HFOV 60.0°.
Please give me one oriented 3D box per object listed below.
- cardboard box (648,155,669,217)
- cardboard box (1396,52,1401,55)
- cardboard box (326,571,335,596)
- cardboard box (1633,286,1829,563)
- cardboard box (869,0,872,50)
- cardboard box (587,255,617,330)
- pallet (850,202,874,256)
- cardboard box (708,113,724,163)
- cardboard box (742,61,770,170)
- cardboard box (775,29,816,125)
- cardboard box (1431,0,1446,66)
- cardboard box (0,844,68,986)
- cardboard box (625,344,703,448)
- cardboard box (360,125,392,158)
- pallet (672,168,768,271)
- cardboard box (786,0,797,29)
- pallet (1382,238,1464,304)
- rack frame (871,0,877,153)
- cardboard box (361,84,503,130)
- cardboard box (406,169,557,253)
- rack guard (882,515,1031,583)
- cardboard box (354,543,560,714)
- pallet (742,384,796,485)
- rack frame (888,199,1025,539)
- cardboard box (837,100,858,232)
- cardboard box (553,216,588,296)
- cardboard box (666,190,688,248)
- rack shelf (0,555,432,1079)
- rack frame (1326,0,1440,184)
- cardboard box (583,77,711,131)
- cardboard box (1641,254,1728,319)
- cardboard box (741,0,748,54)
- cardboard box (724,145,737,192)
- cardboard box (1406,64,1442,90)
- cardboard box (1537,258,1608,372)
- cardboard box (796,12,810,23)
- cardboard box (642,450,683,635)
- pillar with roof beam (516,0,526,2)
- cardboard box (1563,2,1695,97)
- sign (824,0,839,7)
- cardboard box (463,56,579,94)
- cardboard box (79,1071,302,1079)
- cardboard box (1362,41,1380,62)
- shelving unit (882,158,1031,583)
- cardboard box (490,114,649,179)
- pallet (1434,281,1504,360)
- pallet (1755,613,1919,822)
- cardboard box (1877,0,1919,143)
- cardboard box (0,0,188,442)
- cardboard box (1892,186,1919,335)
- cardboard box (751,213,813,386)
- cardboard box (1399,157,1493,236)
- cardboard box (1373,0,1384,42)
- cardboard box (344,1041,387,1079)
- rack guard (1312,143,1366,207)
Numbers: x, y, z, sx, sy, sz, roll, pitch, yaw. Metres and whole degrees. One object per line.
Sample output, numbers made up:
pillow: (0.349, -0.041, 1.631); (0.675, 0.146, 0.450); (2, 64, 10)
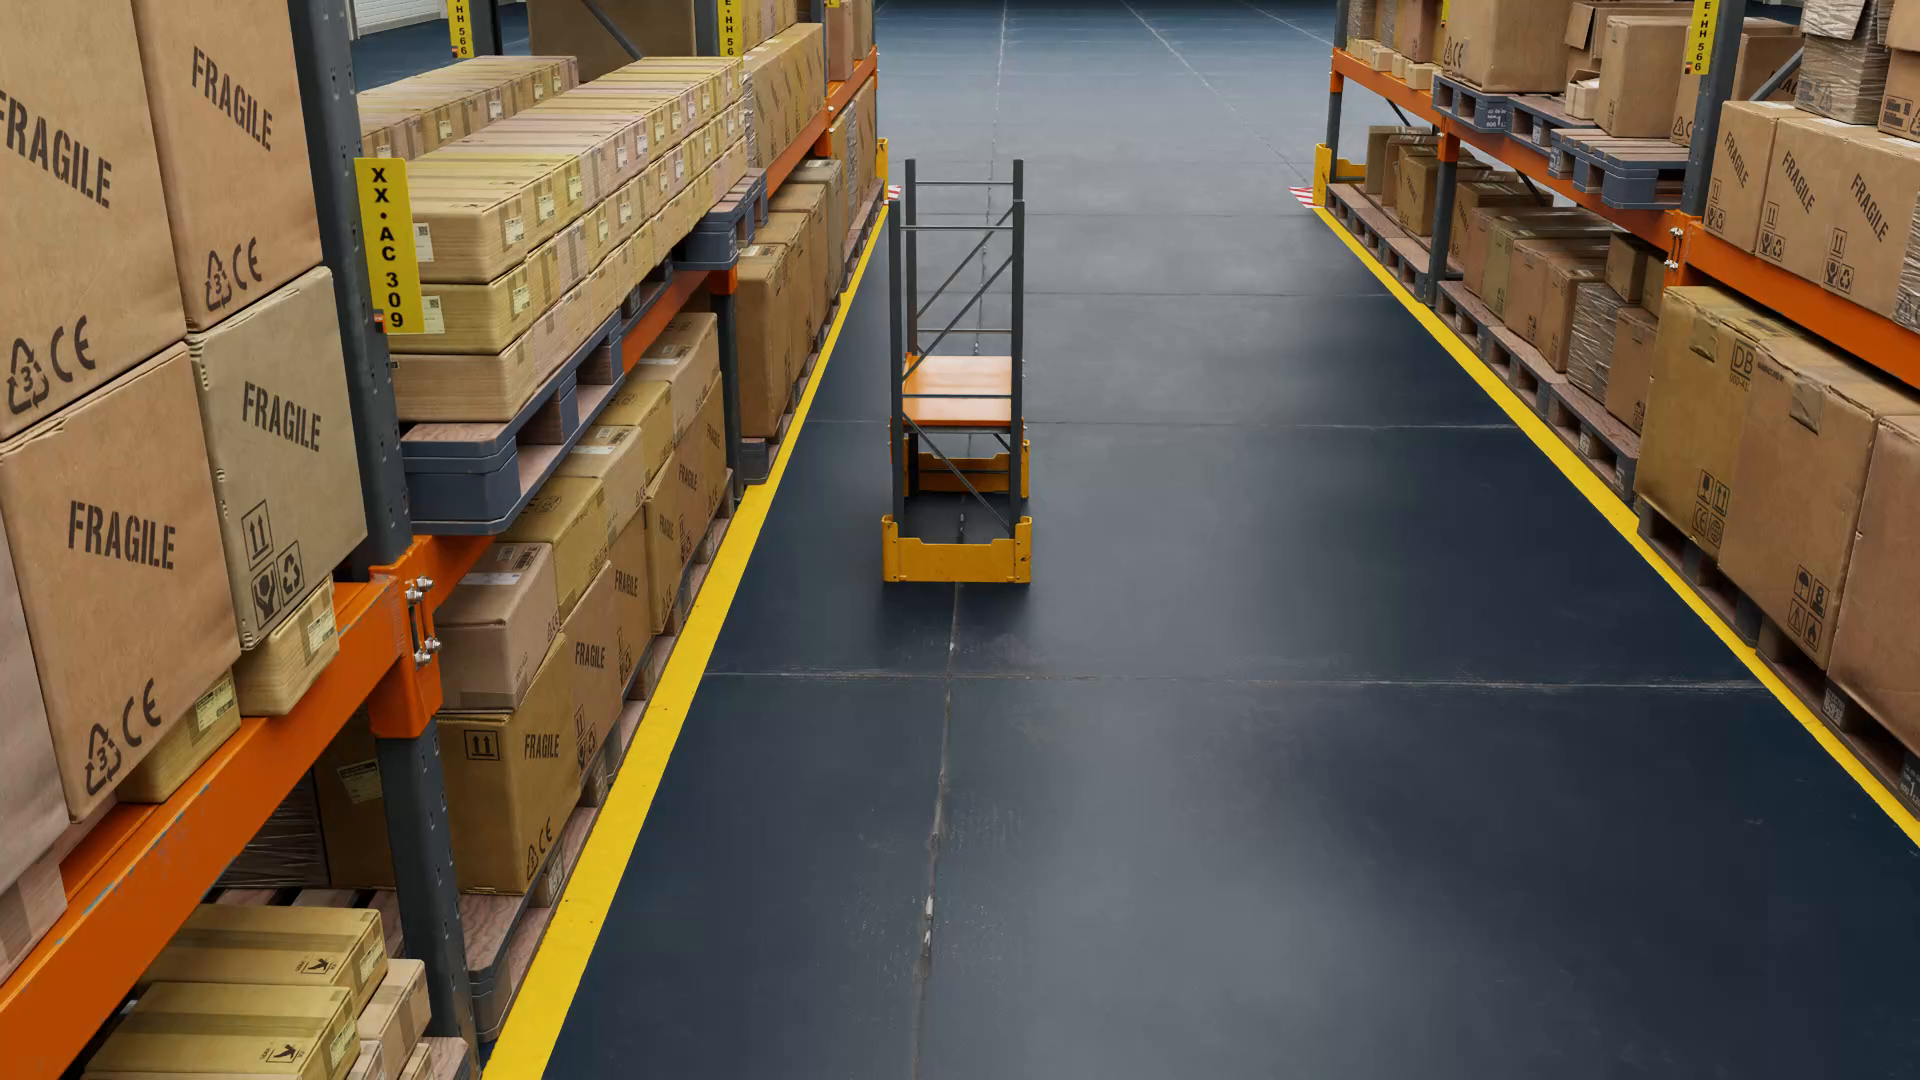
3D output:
cardboard box: (-1.086, -1.063, 4.978); (0.380, 0.149, 0.250); (0, 21, 1)
cardboard box: (3.452, -3.540, 12.353); (0.380, 0.149, 0.250); (1, 21, 2)
cardboard box: (-1.378, 0.080, 3.024); (0.380, 0.149, 0.250); (0, 21, 1)
cardboard box: (3.431, -0.454, 6.409); (1.225, 0.875, 0.875); (0, 21, -1)
cardboard box: (-1.204, -4.417, 14.059); (0.875, 0.550, 0.550); (1, 21, 2)
cardboard box: (-1.109, -0.641, 4.300); (0.380, 0.149, 0.250); (1, 21, 2)
pallet: (-1.224, -2.452, 13.056); (1.003, 0.211, 1.213); (1, 21, 2)
cardboard box: (-1.053, -1.431, 5.927); (0.380, 0.149, 0.250); (1, 21, 3)
cardboard box: (-1.186, -1.979, 7.845); (0.500, 0.500, 0.500); (0, 21, 1)
cardboard box: (-1.124, -2.708, 9.723); (0.500, 0.500, 0.500); (0, 21, 1)
cardboard box: (3.720, -3.472, 11.282); (0.875, 0.500, 0.500); (1, 21, 2)
cardboard box: (-1.356, 0.462, 2.040); (0.380, 0.149, 0.250); (0, 21, -1)
cardboard box: (-1.245, -0.537, 6.103); (0.500, 0.250, 0.500); (1, 21, 2)
cardboard box: (-1.750, -1.021, 4.457); (0.380, 0.149, 0.250); (0, 21, 0)
pallet: (-1.397, -1.241, 6.346); (1.213, 0.211, 1.003); (1, 21, 2)
cardboard box: (-1.369, -3.369, 10.044); (0.700, 0.500, 0.500); (0, 21, 1)
pallet: (3.580, -1.888, 11.602); (1.003, 0.211, 1.213); (1, 21, 2)
rack frame: (-1.238, -4.482, 14.433); (1.000, 3.000, 0.127); (1, 21, 2)
cardboard box: (-1.722, -1.401, 5.437); (0.380, 0.149, 0.250); (2, 21, 4)
cardboard box: (-1.129, -0.737, 3.727); (0.380, 0.149, 0.250); (1, 21, 3)
rack guard: (-0.013, 0.036, 6.591); (0.587, 0.250, 0.087); (1, 21, 2)
cardboard box: (-1.317, 0.213, 4.173); (0.500, 0.250, 0.500); (0, 21, -1)
pallet: (-1.382, -0.574, 8.215); (1.003, 0.211, 1.213); (1, 21, 2)
rack frame: (-0.013, -0.546, 6.363); (0.500, 1.500, 0.032); (1, 21, 2)
cardboard box: (-1.247, -2.793, 12.438); (0.875, 0.875, 0.875); (1, 21, 2)
cardboard box: (-1.118, -0.685, 4.003); (0.380, 0.149, 0.250); (1, 21, 3)
cardboard box: (-1.082, -1.021, 5.280); (0.380, 0.149, 0.250); (1, 21, 3)
rack shelf: (-1.664, 0.915, 1.517); (1.077, 0.370, 4.000); (1, 21, 2)
rack frame: (3.716, -4.391, 14.198); (1.000, 3.000, 0.127); (1, 21, 2)
cardboard box: (-1.061, -1.481, 5.644); (0.380, 0.149, 0.250); (1, 21, 3)
cardboard box: (3.463, -1.130, 7.606); (0.500, 0.250, 0.500); (1, 21, 4)
cardboard box: (-1.431, -2.633, 8.147); (0.700, 0.500, 0.500); (0, 21, 1)
cardboard box: (-1.047, -1.395, 6.244); (0.380, 0.149, 0.250); (1, 21, 1)
cardboard box: (3.288, -3.180, 11.425); (0.380, 0.149, 0.250); (1, 21, 2)
cardboard box: (3.488, -1.186, 8.787); (0.700, 0.500, 0.500); (2, 21, 6)
cardboard box: (-1.361, -3.239, 11.023); (0.875, 0.550, 0.550); (1, 21, 2)
cardboard box: (-1.260, 0.000, 5.757); (0.500, 0.500, 0.500); (0, 21, -1)
pillar with roof beam: (-6.857, -17.908, 40.742); (9.100, 9.000, 0.400); (1, 21, 2)
cardboard box: (3.634, -2.561, 8.758); (0.797, 0.503, 0.637); (3, 21, 7)
sign: (-0.817, -3.536, 10.504); (0.100, 0.325, 0.005); (1, 21, 2)
cardboard box: (-1.690, -1.779, 6.411); (0.380, 0.149, 0.250); (1, 21, 2)
cardboard box: (-1.323, 1.027, 2.773); (0.380, 0.149, 0.250); (0, 21, 1)
cardboard box: (3.433, -3.902, 13.286); (0.380, 0.149, 0.250); (1, 21, 2)
shelving unit: (0.002, -0.727, 6.829); (0.587, 1.500, 1.083); (1, 21, 2)
cardboard box: (-1.093, -1.104, 4.672); (0.380, 0.149, 0.250); (1, 21, 4)
pallet: (3.572, -1.363, 10.250); (1.003, 0.211, 1.213); (1, 21, 2)
pallet: (3.334, 0.526, 5.382); (1.003, 0.211, 1.213); (1, 21, 2)
cardboard box: (3.412, -1.513, 5.256); (0.797, 0.503, 0.637); (1, 21, 3)
cardboard box: (-1.358, -0.435, 2.071); (0.500, 0.500, 0.500); (0, 21, 0)
cardboard box: (3.143, -0.820, 4.856); (0.500, 0.500, 0.500); (1, 21, 2)
cardboard box: (-1.350, -1.272, 8.689); (1.050, 0.750, 0.750); (1, 21, 2)
cardboard box: (3.597, -2.552, 12.333); (0.500, 0.500, 0.500); (-1, 21, -3)
cardboard box: (3.777, -4.195, 13.145); (0.875, 0.500, 0.500); (1, 21, 2)
cardboard box: (-1.291, 1.067, 3.082); (0.380, 0.149, 0.250); (0, 21, -1)
rack guard: (3.714, -3.198, 14.580); (1.175, 0.500, 0.348); (1, 21, 2)
